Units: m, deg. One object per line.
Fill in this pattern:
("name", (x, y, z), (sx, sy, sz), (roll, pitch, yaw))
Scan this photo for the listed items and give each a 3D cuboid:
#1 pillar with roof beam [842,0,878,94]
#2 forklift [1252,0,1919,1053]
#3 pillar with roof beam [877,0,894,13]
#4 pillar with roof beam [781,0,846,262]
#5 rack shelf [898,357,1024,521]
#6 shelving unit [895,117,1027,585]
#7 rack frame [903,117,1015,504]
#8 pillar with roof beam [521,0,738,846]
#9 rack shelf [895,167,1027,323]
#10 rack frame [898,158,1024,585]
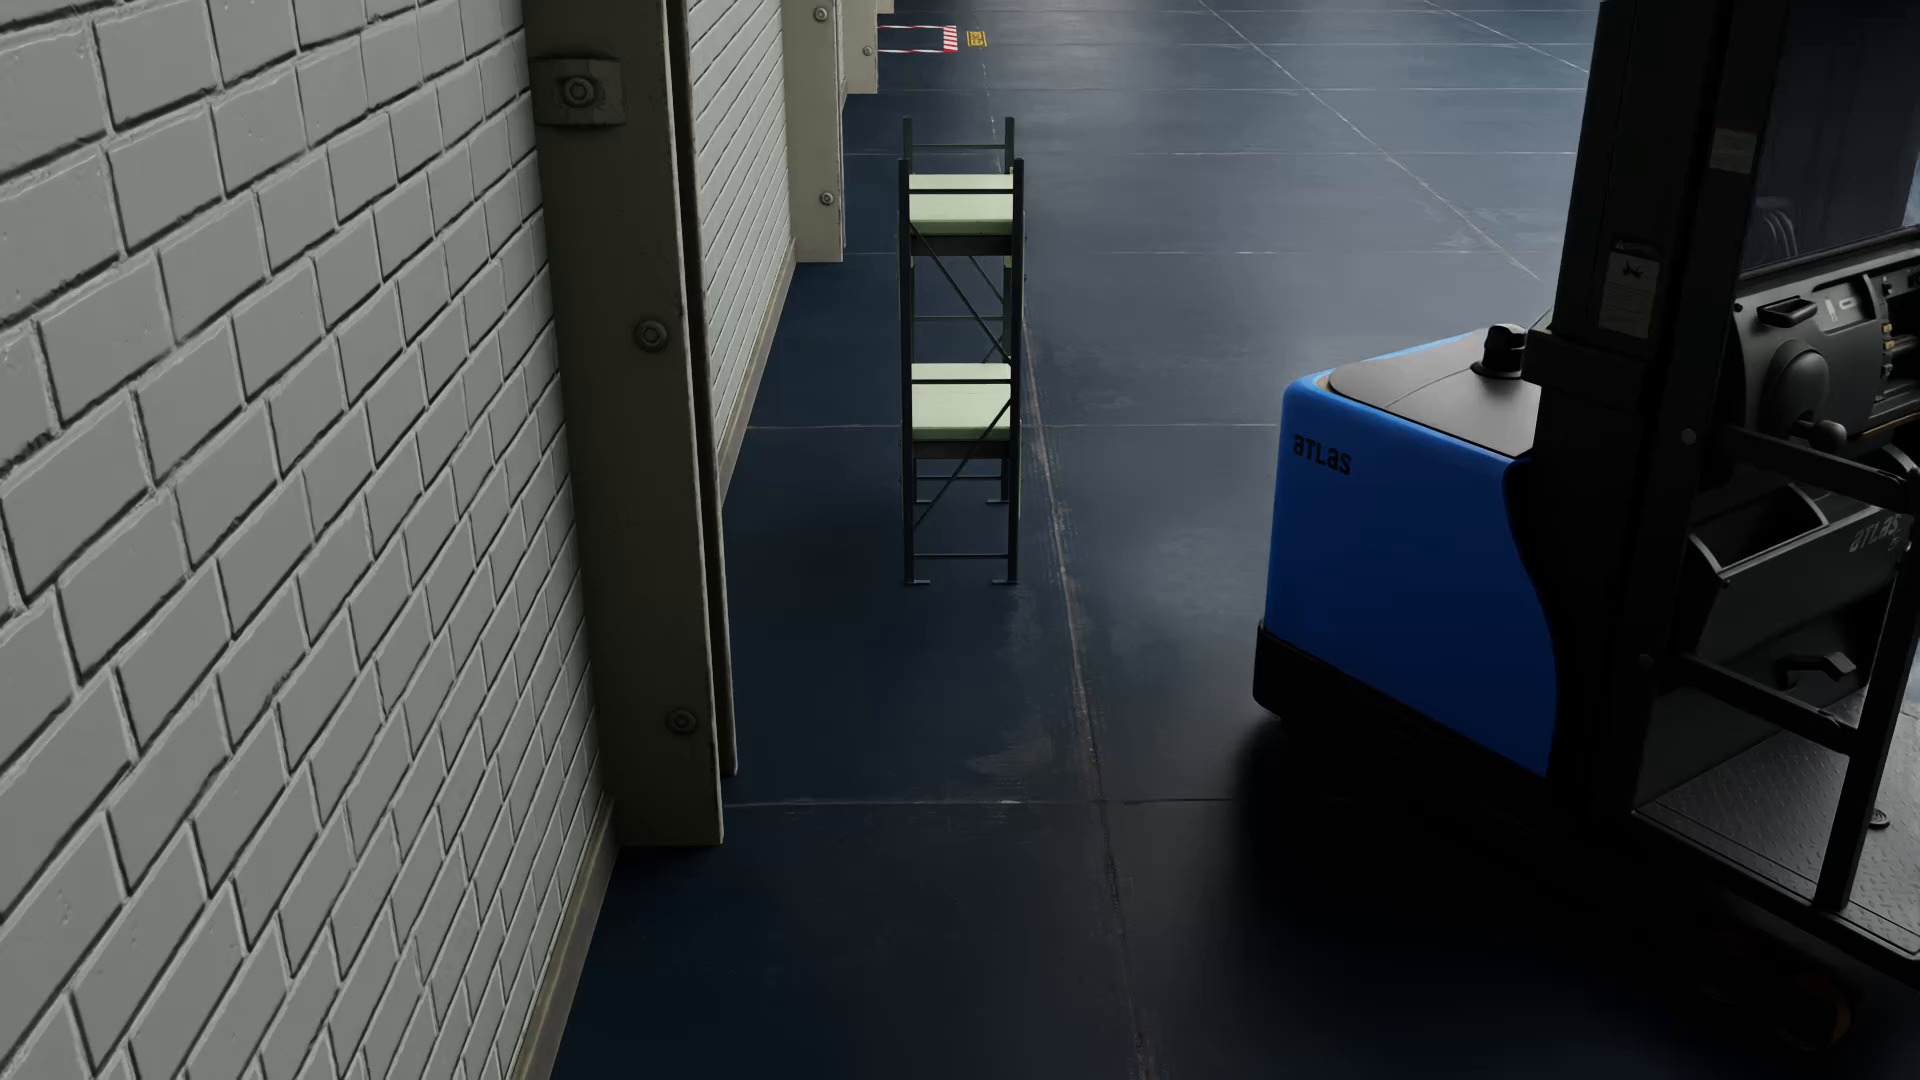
("pillar with roof beam", (3.379, -8.330, 13.748), (9.100, 9.000, 0.400), (0, 24, -1))
("forklift", (2.147, -0.422, 3.626), (1.130, 2.935, 3.031), (-16, 29, -32))
("pillar with roof beam", (3.314, -10.802, 19.214), (9.100, 9.000, 0.400), (0, 24, -1))
("pillar with roof beam", (3.445, -5.858, 8.281), (9.100, 9.000, 0.400), (0, 24, -1))
("rack shelf", (0.000, -0.384, 6.069), (0.431, 0.370, 0.720), (0, 24, -1))
("shelving unit", (0.000, -0.681, 5.935), (0.431, 1.500, 0.755), (0, 24, -1))
("rack frame", (-0.004, -0.831, 6.268), (0.400, 1.500, 0.023), (0, 24, -1))
("pillar with roof beam", (3.510, -3.385, 2.815), (9.100, 9.000, 0.400), (0, 24, -1))
("rack shelf", (0.000, -1.036, 5.774), (0.431, 0.370, 0.720), (0, 24, -1))
("rack frame", (0.004, -0.530, 5.601), (0.400, 1.500, 0.023), (0, 24, -1))
